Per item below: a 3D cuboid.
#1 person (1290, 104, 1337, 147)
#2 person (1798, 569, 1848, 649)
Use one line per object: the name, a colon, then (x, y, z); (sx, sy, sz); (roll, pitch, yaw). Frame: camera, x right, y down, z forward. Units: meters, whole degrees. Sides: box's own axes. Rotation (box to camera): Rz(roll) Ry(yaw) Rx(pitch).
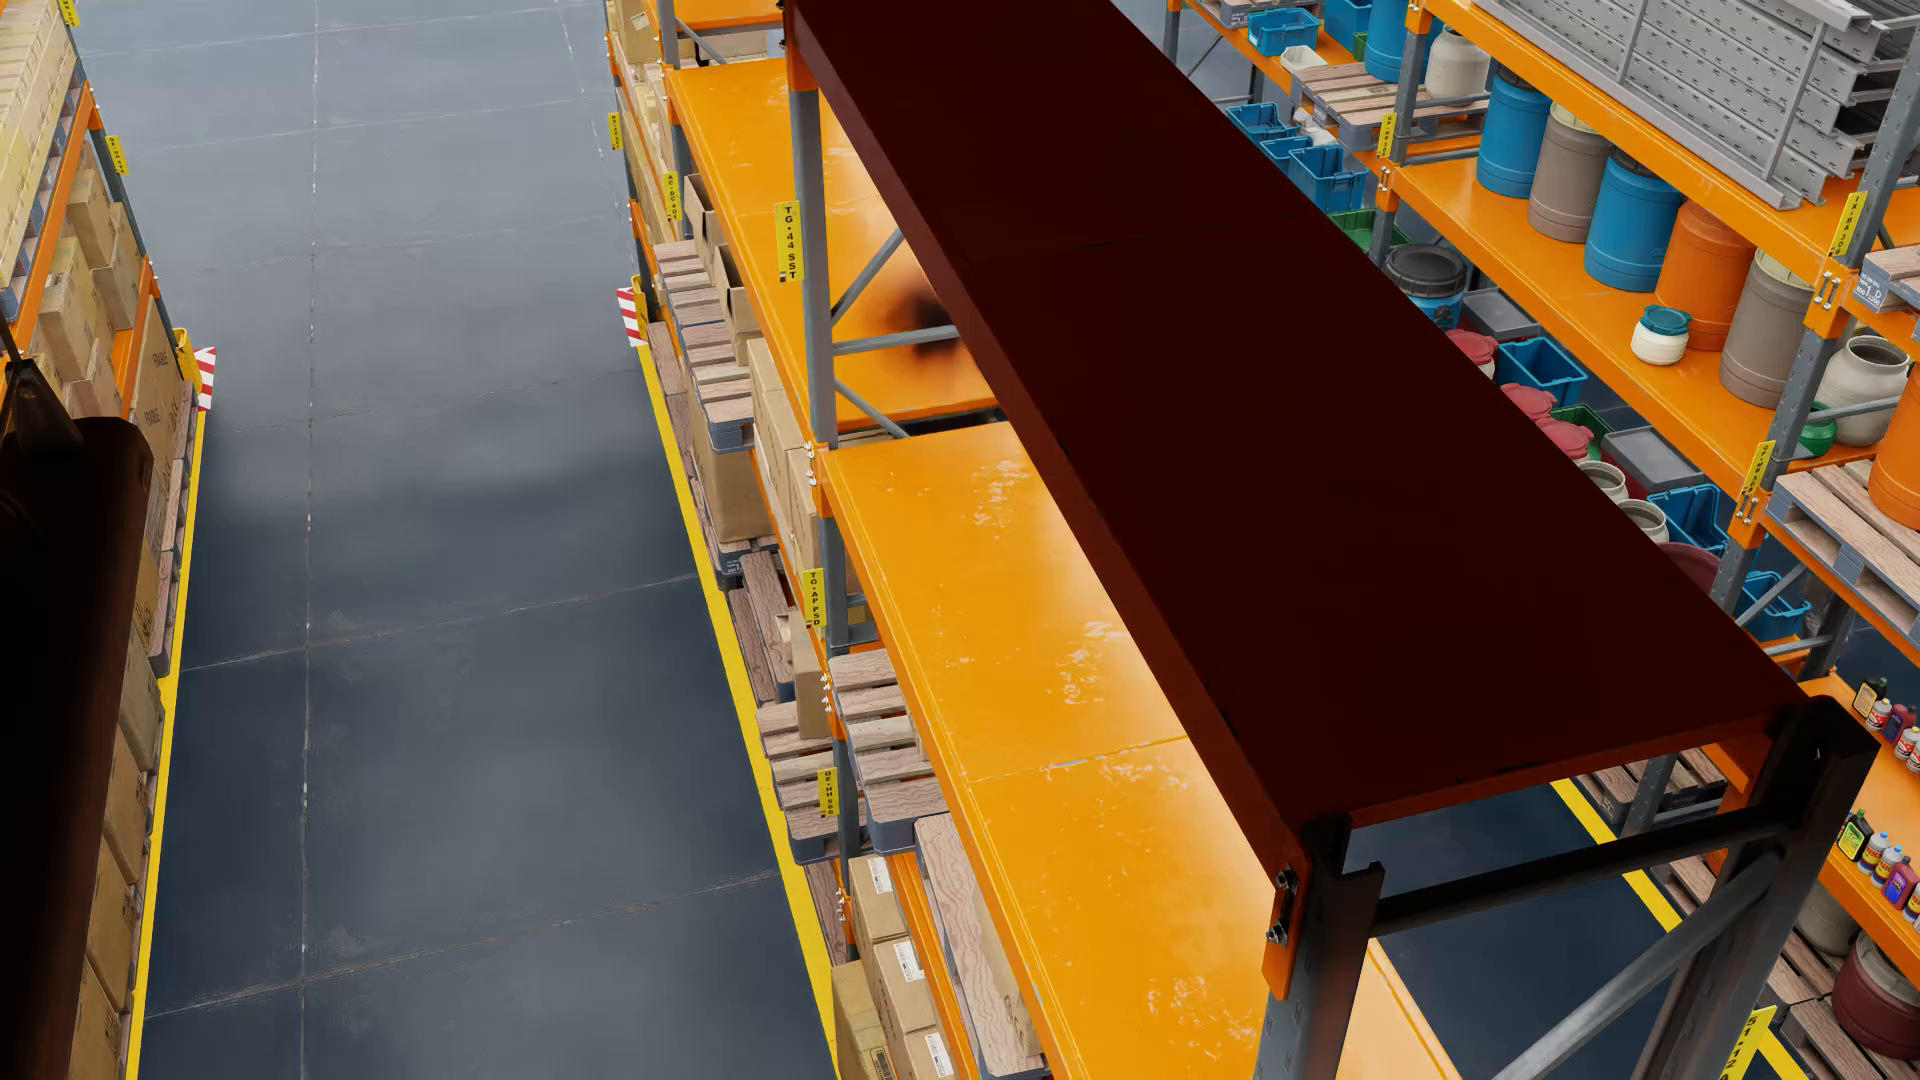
person: (3.517, -3.910, 16.461); (0.593, 1.684, 0.766); (-26, 45, -29)
person: (5.920, 0.163, 11.276); (0.607, 1.656, 0.561); (-17, 41, -20)
